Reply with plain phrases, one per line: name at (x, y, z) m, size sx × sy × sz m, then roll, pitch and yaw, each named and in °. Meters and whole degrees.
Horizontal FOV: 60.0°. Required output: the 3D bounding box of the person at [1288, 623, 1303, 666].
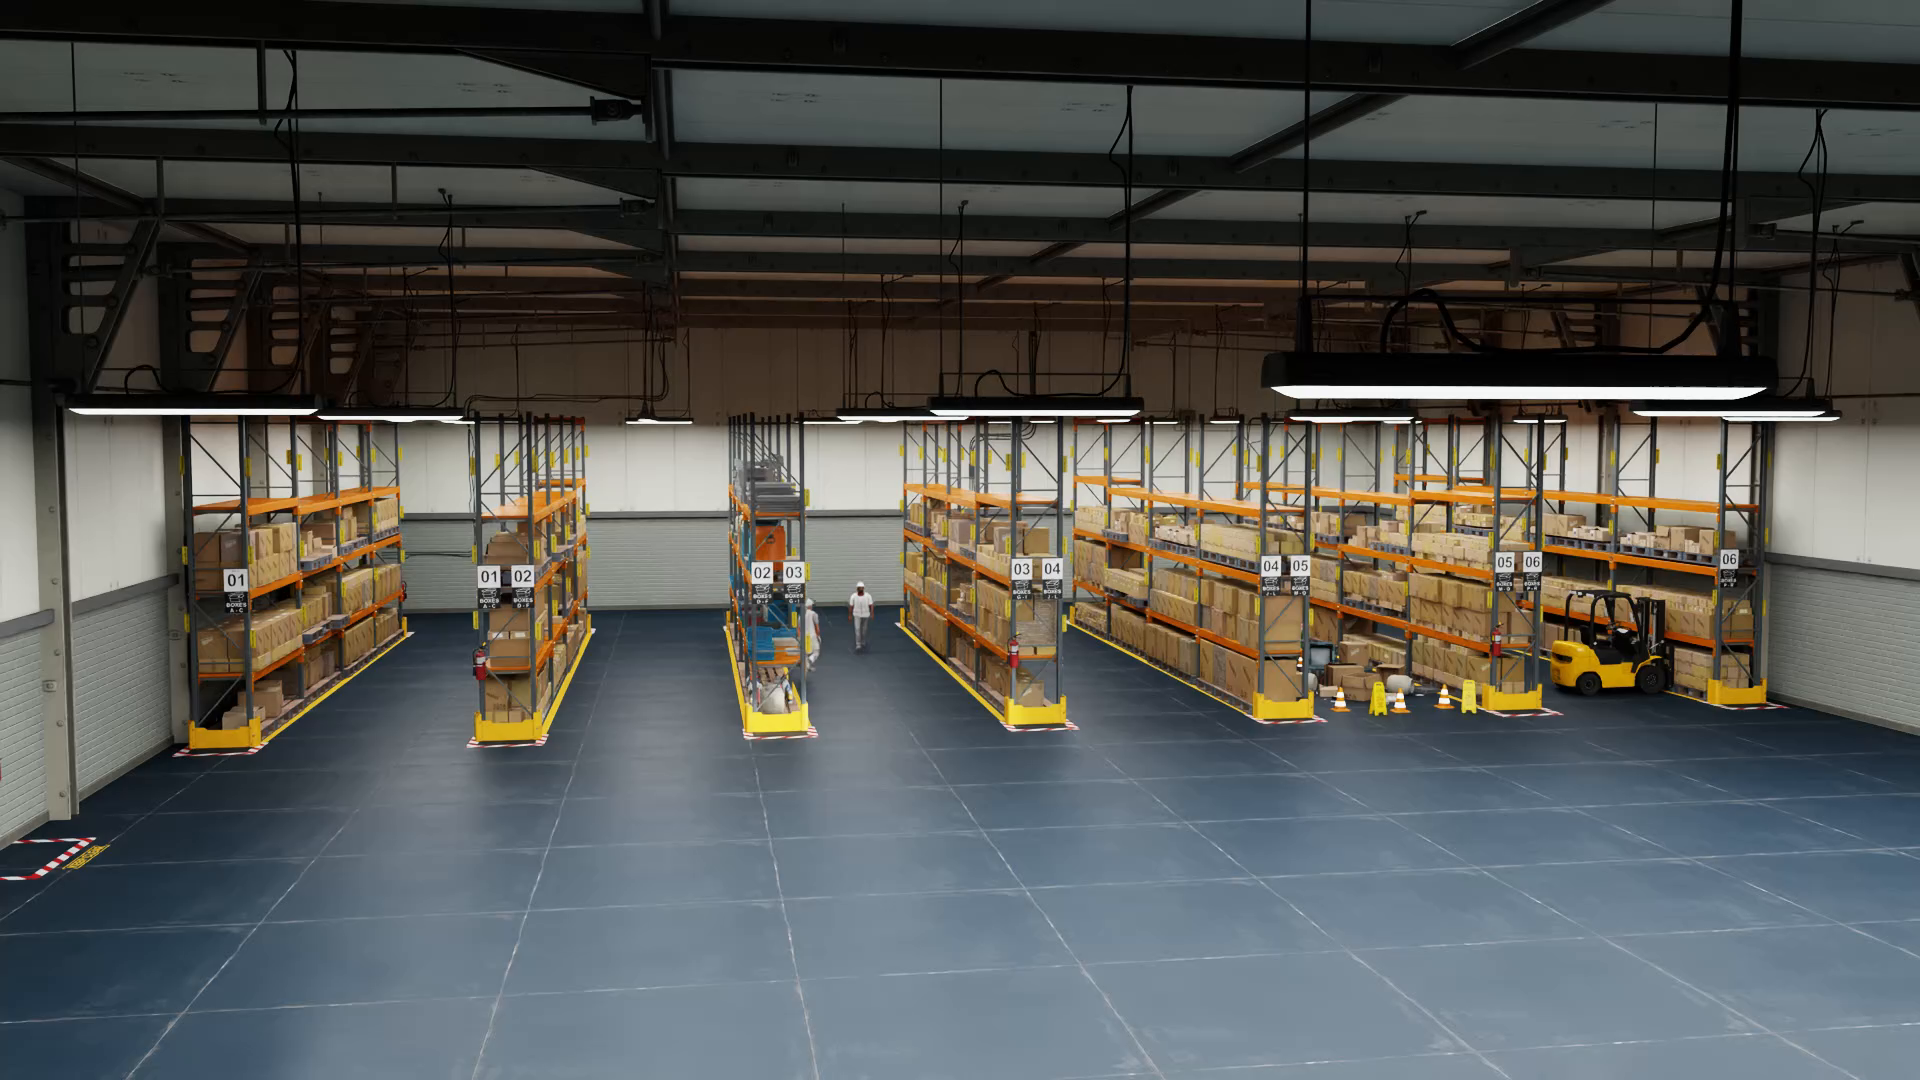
person at (8.031, 2.158, 39.450) m, size 0.519 × 1.807 × 0.537 m, roll -1°, pitch 4°, yaw -20°

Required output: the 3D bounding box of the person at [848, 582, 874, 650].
person at (-2.546, 1.943, 42.823) m, size 0.653 × 1.707 × 1.085 m, roll 0°, pitch 4°, yaw -6°

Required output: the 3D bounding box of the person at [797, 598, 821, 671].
person at (-3.422, 2.119, 37.588) m, size 0.592 × 1.586 × 0.964 m, roll 1°, pitch 4°, yaw 20°

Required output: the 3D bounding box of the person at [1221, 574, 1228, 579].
person at (7.309, 1.732, 45.698) m, size 0.624 × 1.776 × 0.575 m, roll 0°, pitch 4°, yaw -6°
